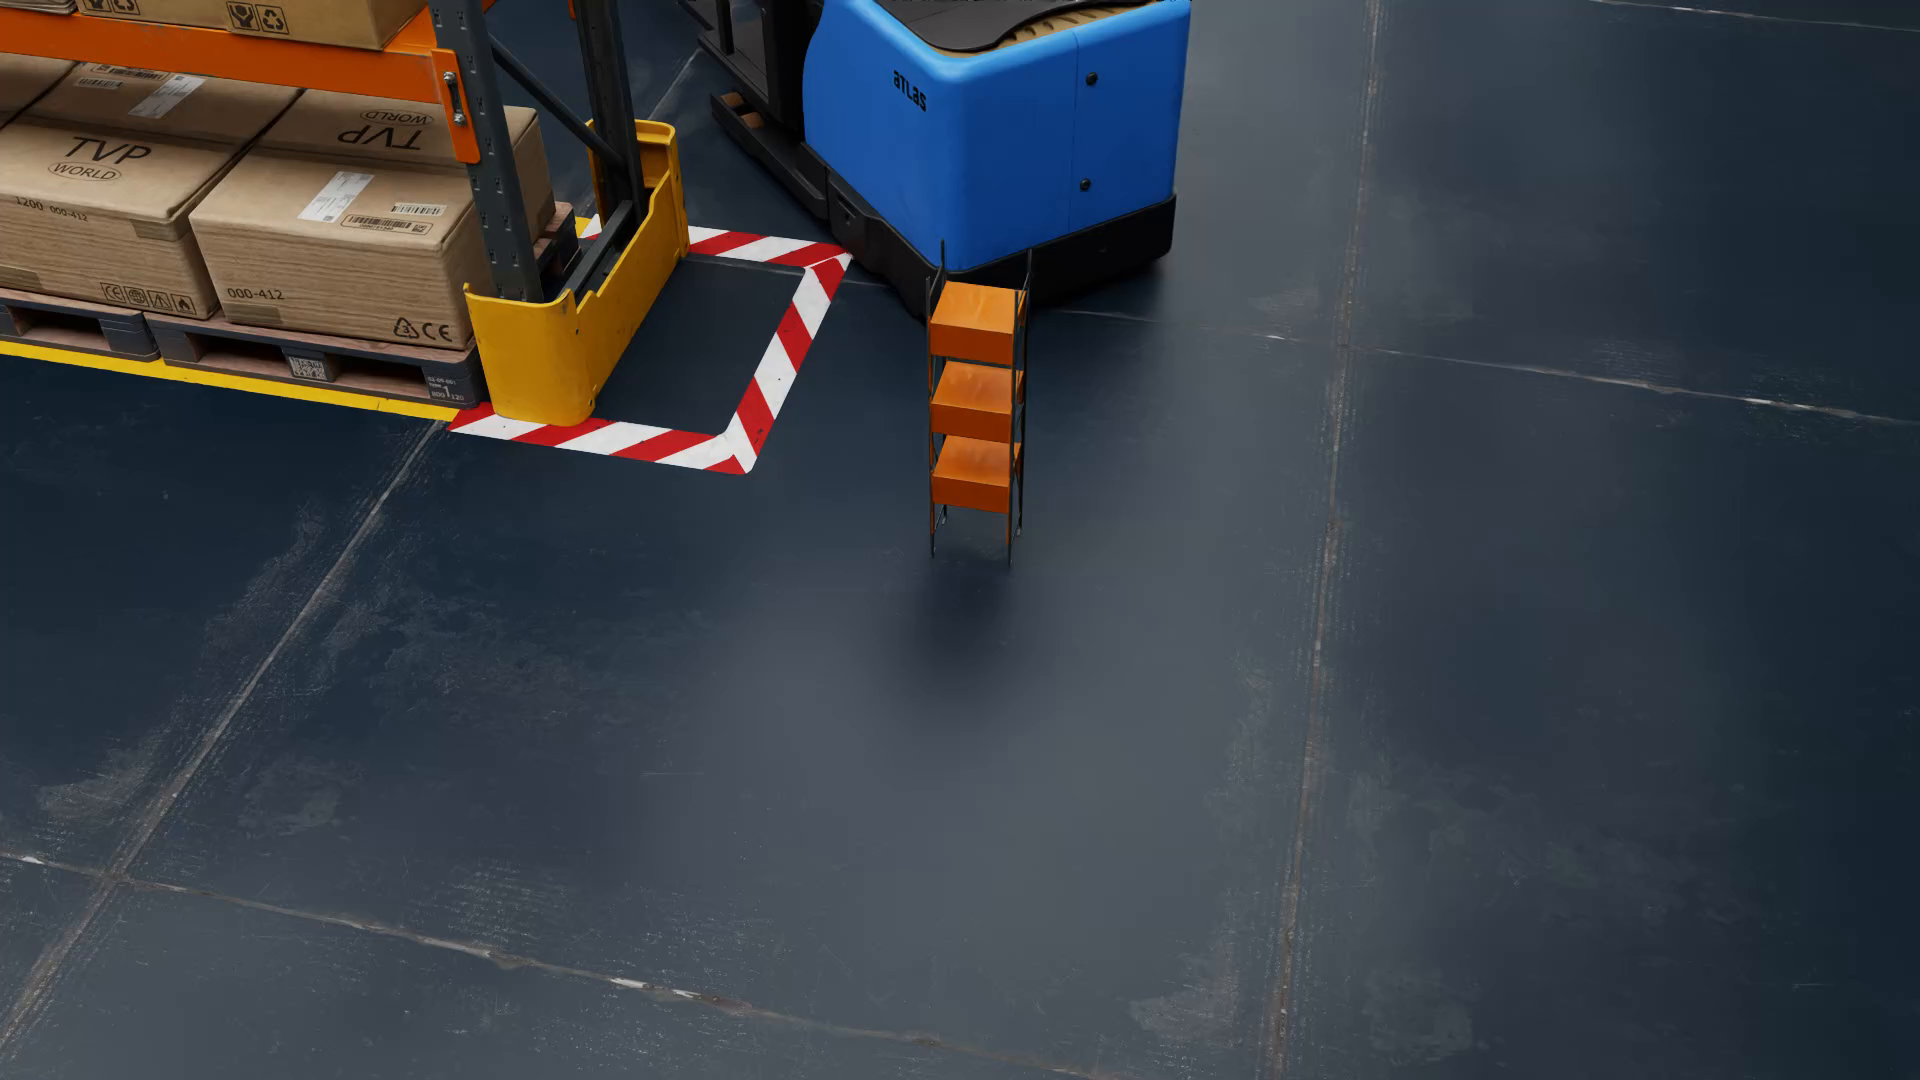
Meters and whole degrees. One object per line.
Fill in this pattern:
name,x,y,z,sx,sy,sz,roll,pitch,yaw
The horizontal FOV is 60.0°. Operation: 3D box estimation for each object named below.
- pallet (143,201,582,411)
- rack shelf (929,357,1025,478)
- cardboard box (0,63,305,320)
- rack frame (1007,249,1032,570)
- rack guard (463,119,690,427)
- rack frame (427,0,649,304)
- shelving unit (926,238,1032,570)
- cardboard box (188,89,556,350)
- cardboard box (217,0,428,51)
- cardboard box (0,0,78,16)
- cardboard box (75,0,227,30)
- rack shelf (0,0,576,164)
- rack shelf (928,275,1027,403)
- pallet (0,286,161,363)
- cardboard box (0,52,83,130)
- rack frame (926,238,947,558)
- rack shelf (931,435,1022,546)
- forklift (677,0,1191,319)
pallet,-2.145,-0.944,6.079,1.213,0.211,1.003,9,45,9
rack shelf,0.052,-0.363,4.885,0.240,0.259,0.215,9,45,9
cardboard box,-2.908,-1.274,5.956,0.875,0.438,0.875,10,45,10
rack frame,0.171,-0.352,4.858,0.008,1.050,0.200,9,45,9
rack guard,-1.324,-0.977,5.904,0.348,0.500,1.175,9,45,9
rack frame,-1.348,-1.881,5.041,0.127,3.000,1.000,9,45,9
shelving unit,0.052,-0.370,4.877,0.252,1.050,0.215,9,45,9
cardboard box,-2.014,-1.142,5.818,0.875,0.438,0.875,7,44,8
cardboard box,-1.876,-1.811,4.896,0.500,0.500,0.500,9,45,9
cardboard box,-2.867,-1.968,5.060,0.500,0.500,0.500,10,45,10
cardboard box,-2.363,-1.897,4.986,0.500,0.500,0.500,8,44,8
rack shelf,-3.299,-1.925,5.605,4.000,0.370,1.077,9,45,9
rack shelf,0.052,-0.567,4.688,0.240,0.259,0.215,9,45,9
pallet,-3.332,-1.131,6.273,1.213,0.211,1.003,9,45,9
cardboard box,-3.788,-1.412,6.099,0.875,0.438,0.875,8,44,8
rack frame,-0.067,-0.389,4.897,0.008,1.050,0.200,9,45,9
rack shelf,0.052,-0.162,5.078,0.240,0.259,0.215,9,45,9
forklift,-0.390,-2.814,6.060,1.130,2.935,3.031,-23,48,-22
